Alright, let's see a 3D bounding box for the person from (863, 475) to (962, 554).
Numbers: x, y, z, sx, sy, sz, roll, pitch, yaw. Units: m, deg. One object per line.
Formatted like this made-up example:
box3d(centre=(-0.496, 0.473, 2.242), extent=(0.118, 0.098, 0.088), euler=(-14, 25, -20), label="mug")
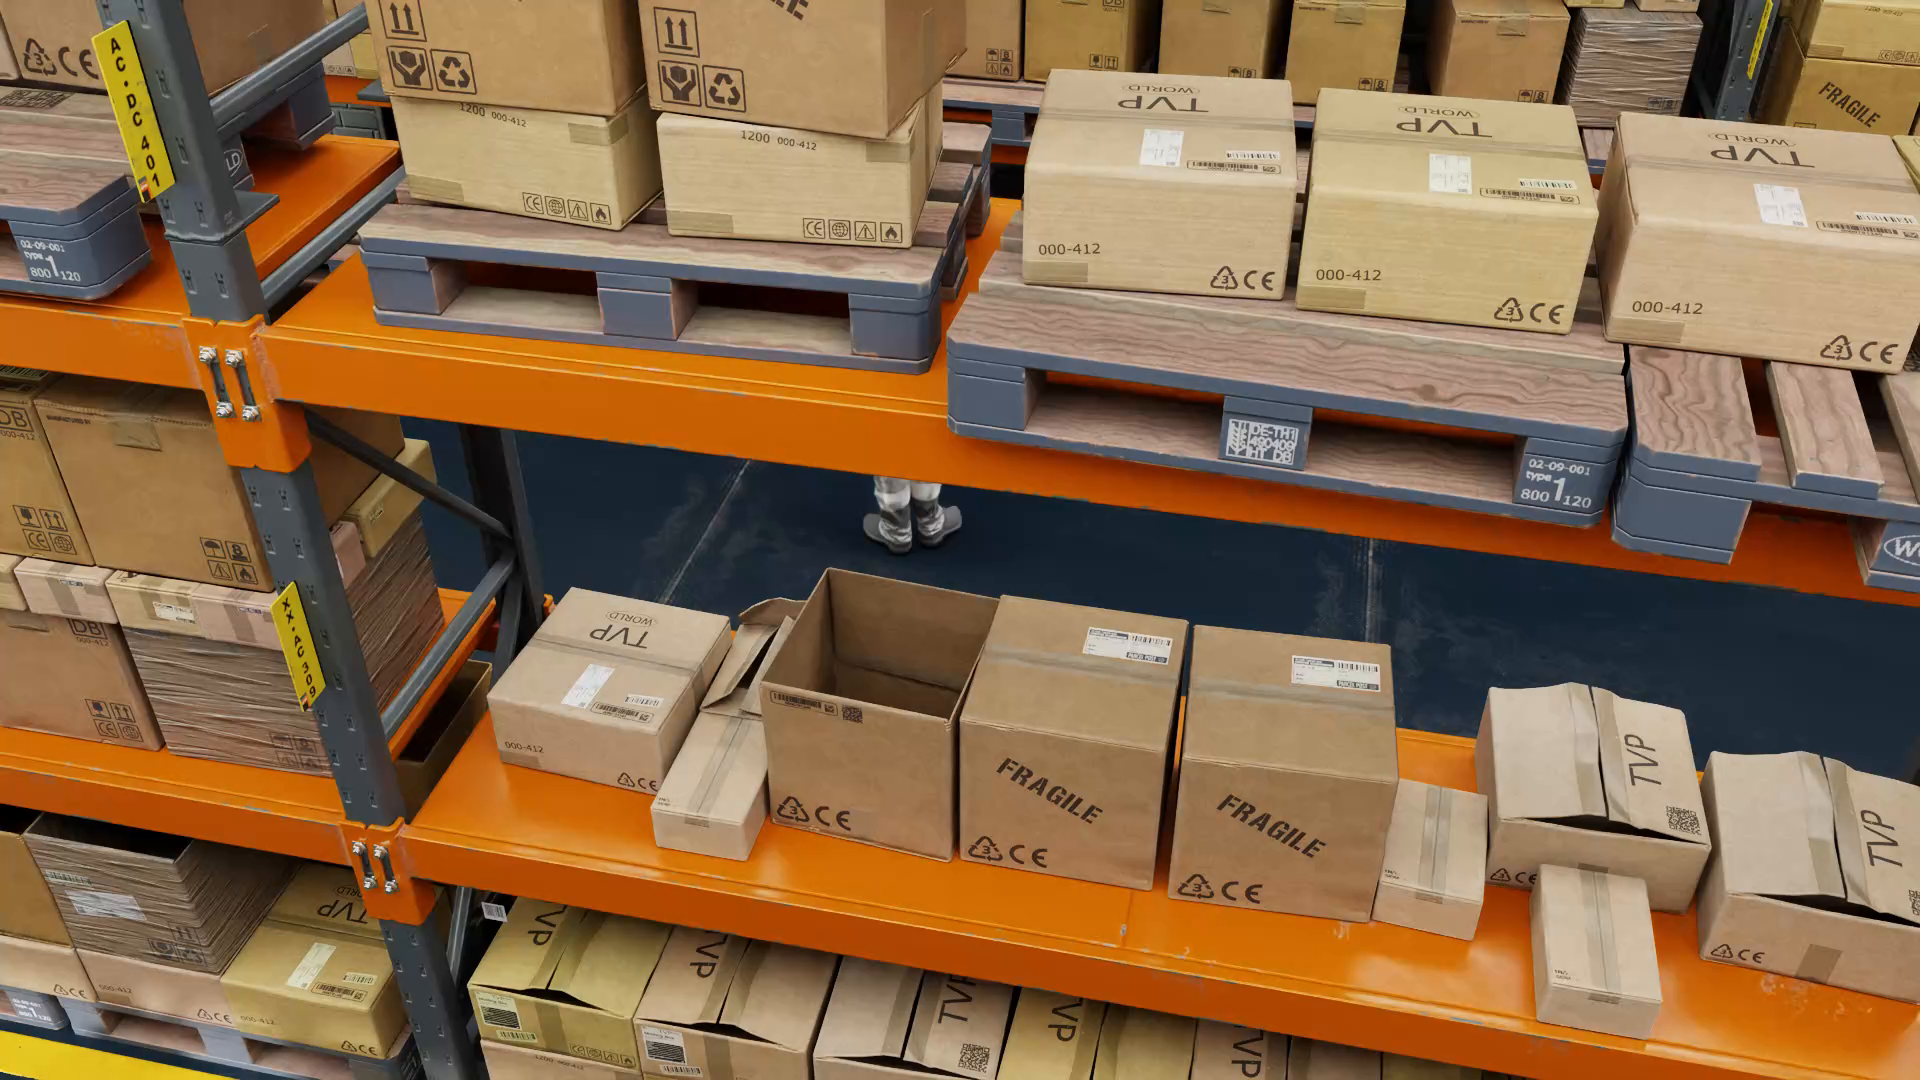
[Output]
box3d(centre=(-0.281, -0.748, 7.117), extent=(0.632, 1.791, 0.383), euler=(-21, 41, -26), label="person")
